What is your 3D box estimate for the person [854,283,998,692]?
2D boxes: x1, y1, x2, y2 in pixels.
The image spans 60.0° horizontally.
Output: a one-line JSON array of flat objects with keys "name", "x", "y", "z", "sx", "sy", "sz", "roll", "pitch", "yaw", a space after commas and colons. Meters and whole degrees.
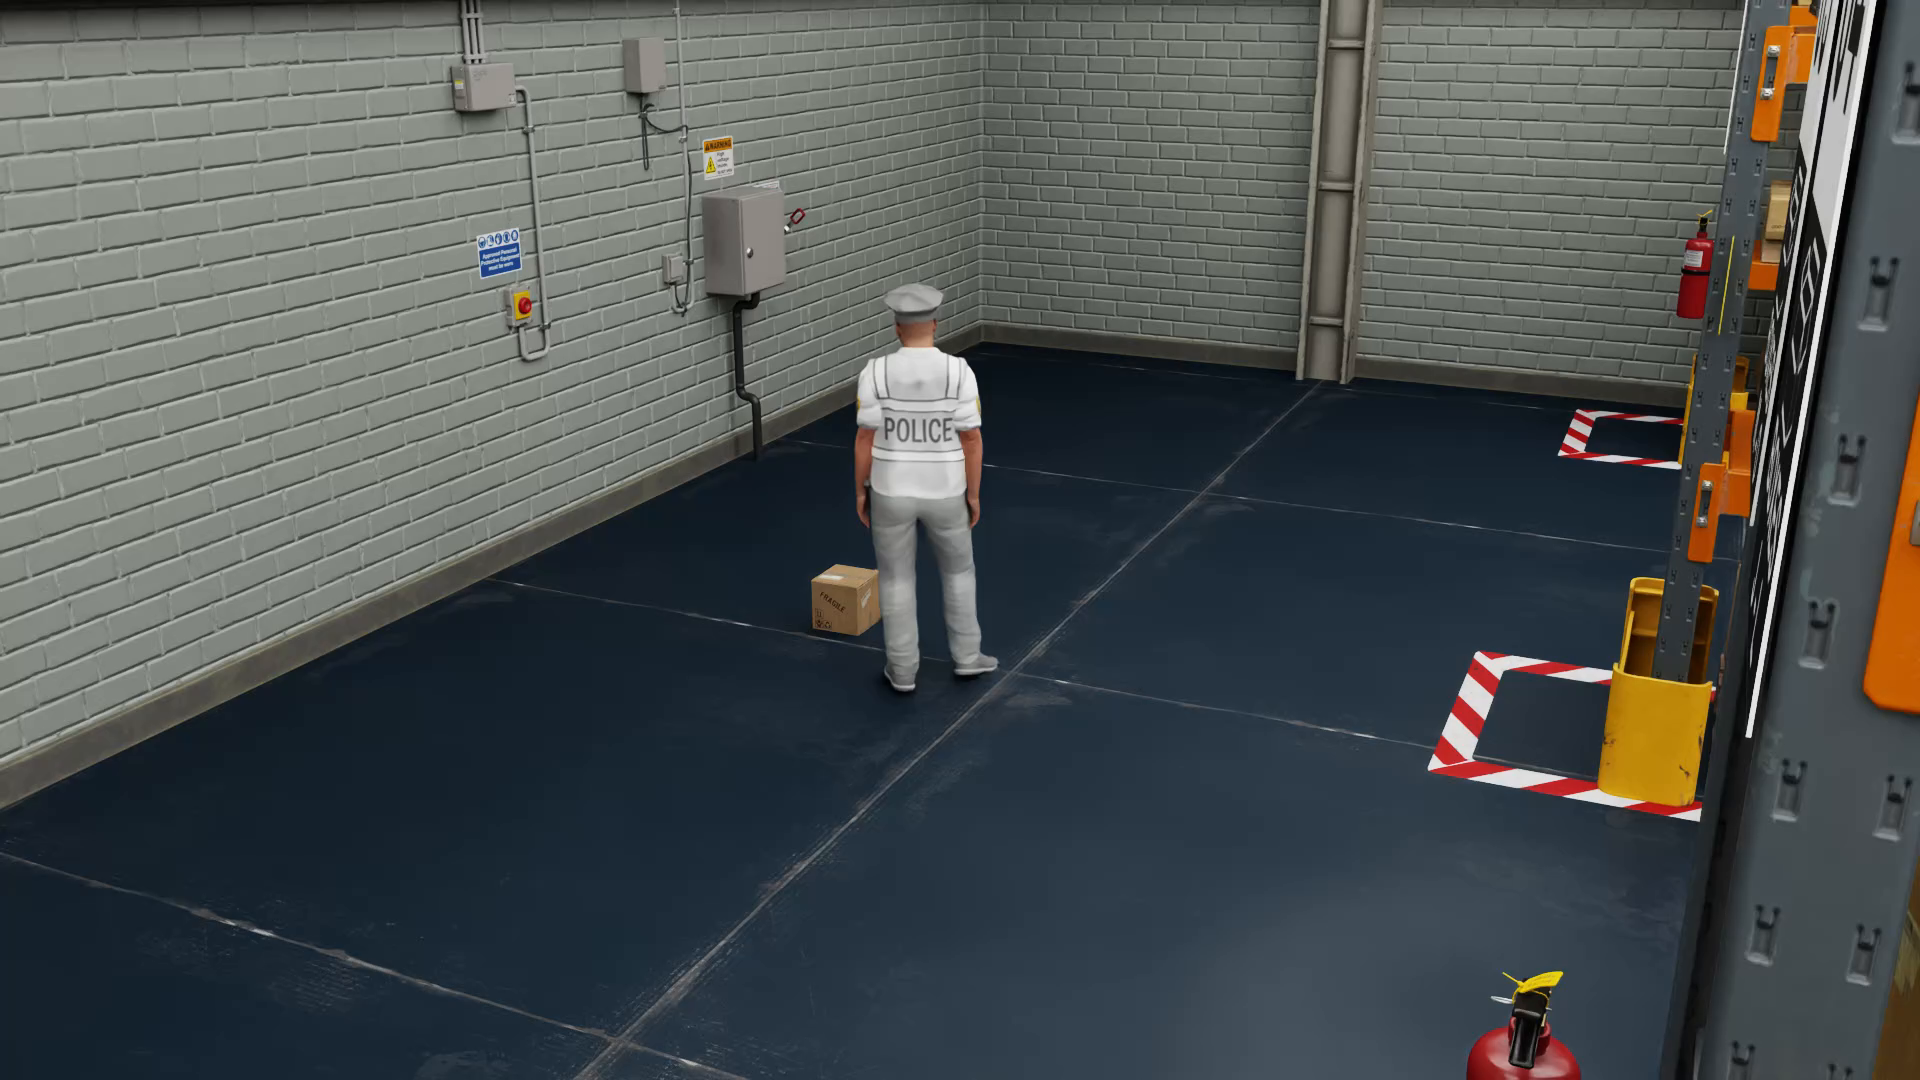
[{"name": "person", "x": -0.128, "y": -0.196, "z": 7.169, "sx": 0.650, "sy": 1.805, "sz": 0.433, "roll": -2, "pitch": 19, "yaw": -5}]
